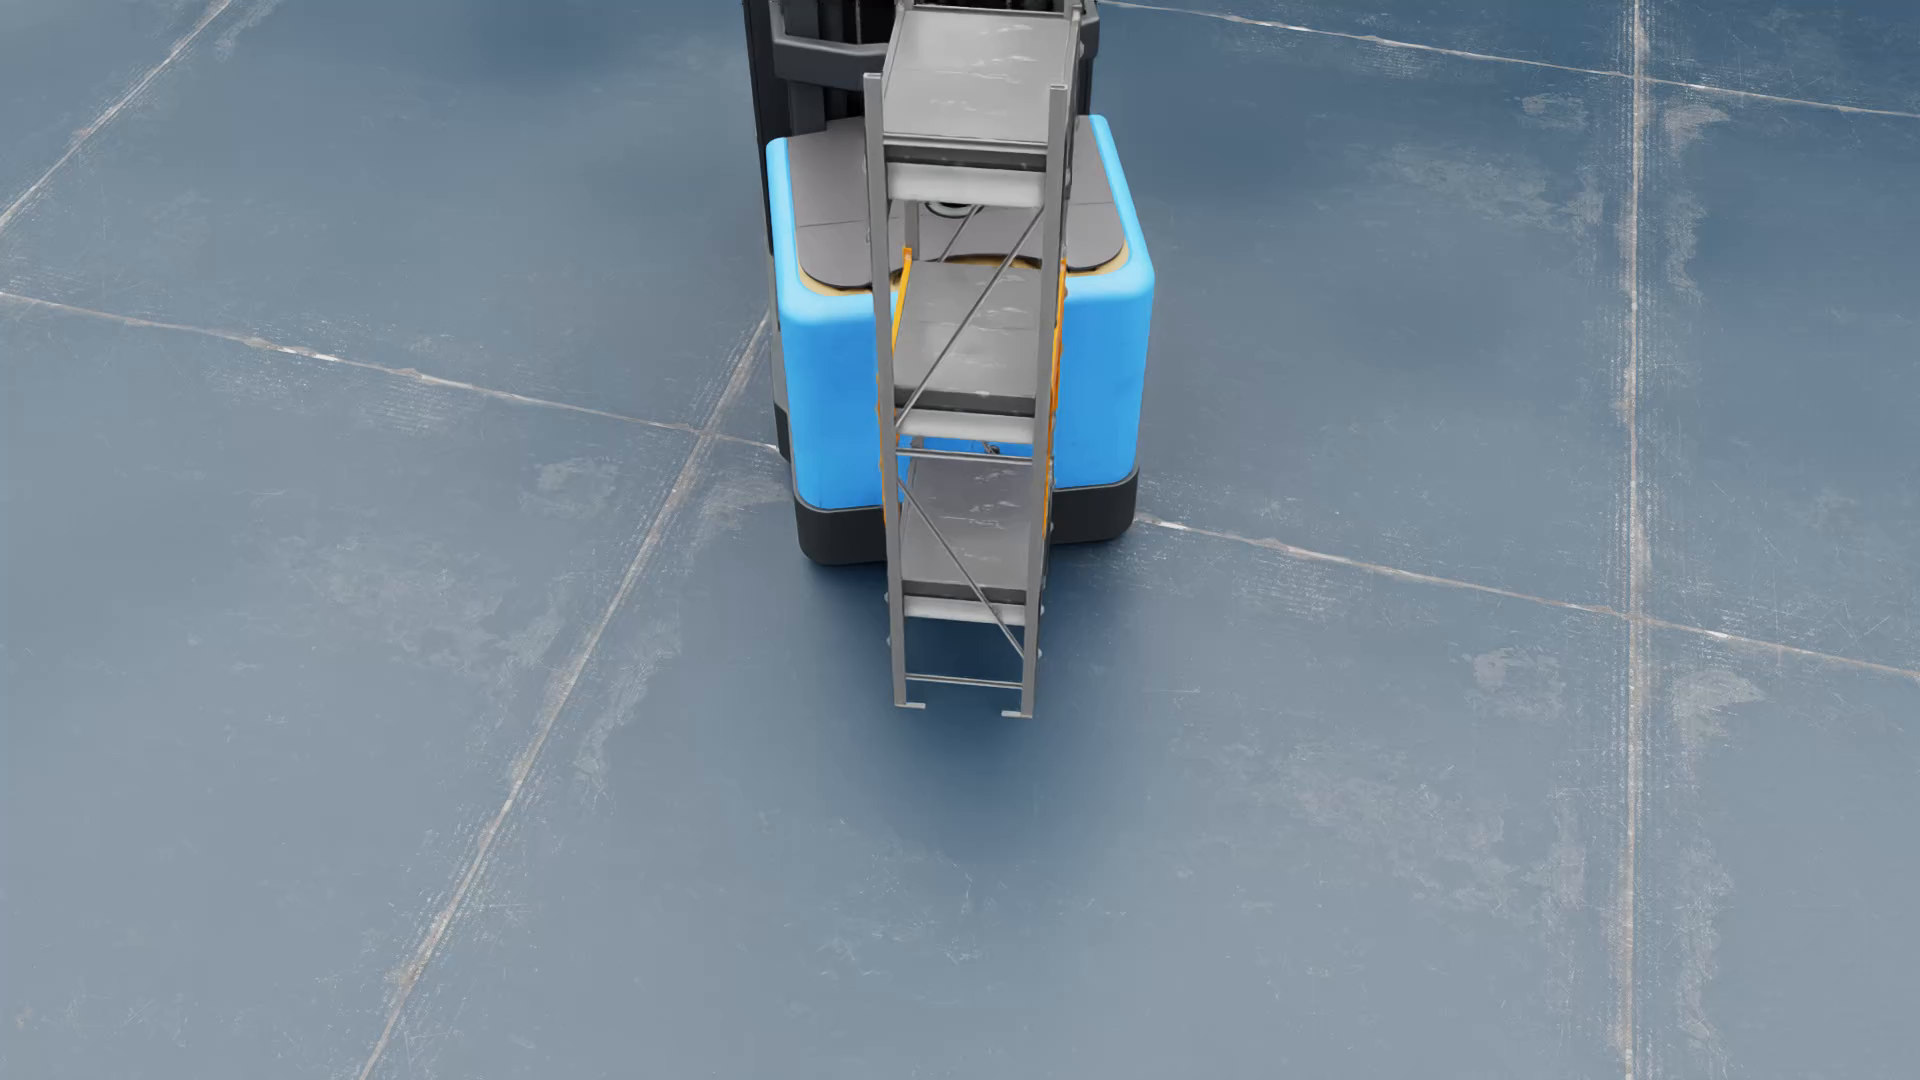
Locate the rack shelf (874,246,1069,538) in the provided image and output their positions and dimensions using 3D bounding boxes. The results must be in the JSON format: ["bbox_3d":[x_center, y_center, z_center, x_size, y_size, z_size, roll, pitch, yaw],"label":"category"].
[{"bbox_3d":[0.036,-0.372,4.196,0.431,0.518,0.480,5,49,4],"label":"rack shelf"}]

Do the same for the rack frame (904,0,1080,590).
[{"bbox_3d":[0.062,-0.563,4.346,0.400,2.100,0.015,5,49,4],"label":"rack frame"}]

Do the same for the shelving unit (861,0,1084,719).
[{"bbox_3d":[0.036,-0.381,4.186,0.431,2.100,0.503,5,49,4],"label":"shelving unit"}]

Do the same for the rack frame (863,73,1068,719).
[{"bbox_3d":[0.010,-0.199,4.025,0.400,2.100,0.015,5,49,4],"label":"rack frame"}]

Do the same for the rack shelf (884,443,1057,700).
[{"bbox_3d":[0.036,0.091,4.721,0.431,0.518,0.480,5,49,4],"label":"rack shelf"}]

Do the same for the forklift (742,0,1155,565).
[{"bbox_3d":[-0.152,-2.011,5.070,1.130,2.935,3.031,-5,49,-5],"label":"forklift"}]

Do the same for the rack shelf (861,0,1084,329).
[{"bbox_3d":[0.036,-0.835,3.671,0.431,0.518,0.480,5,49,4],"label":"rack shelf"}]
